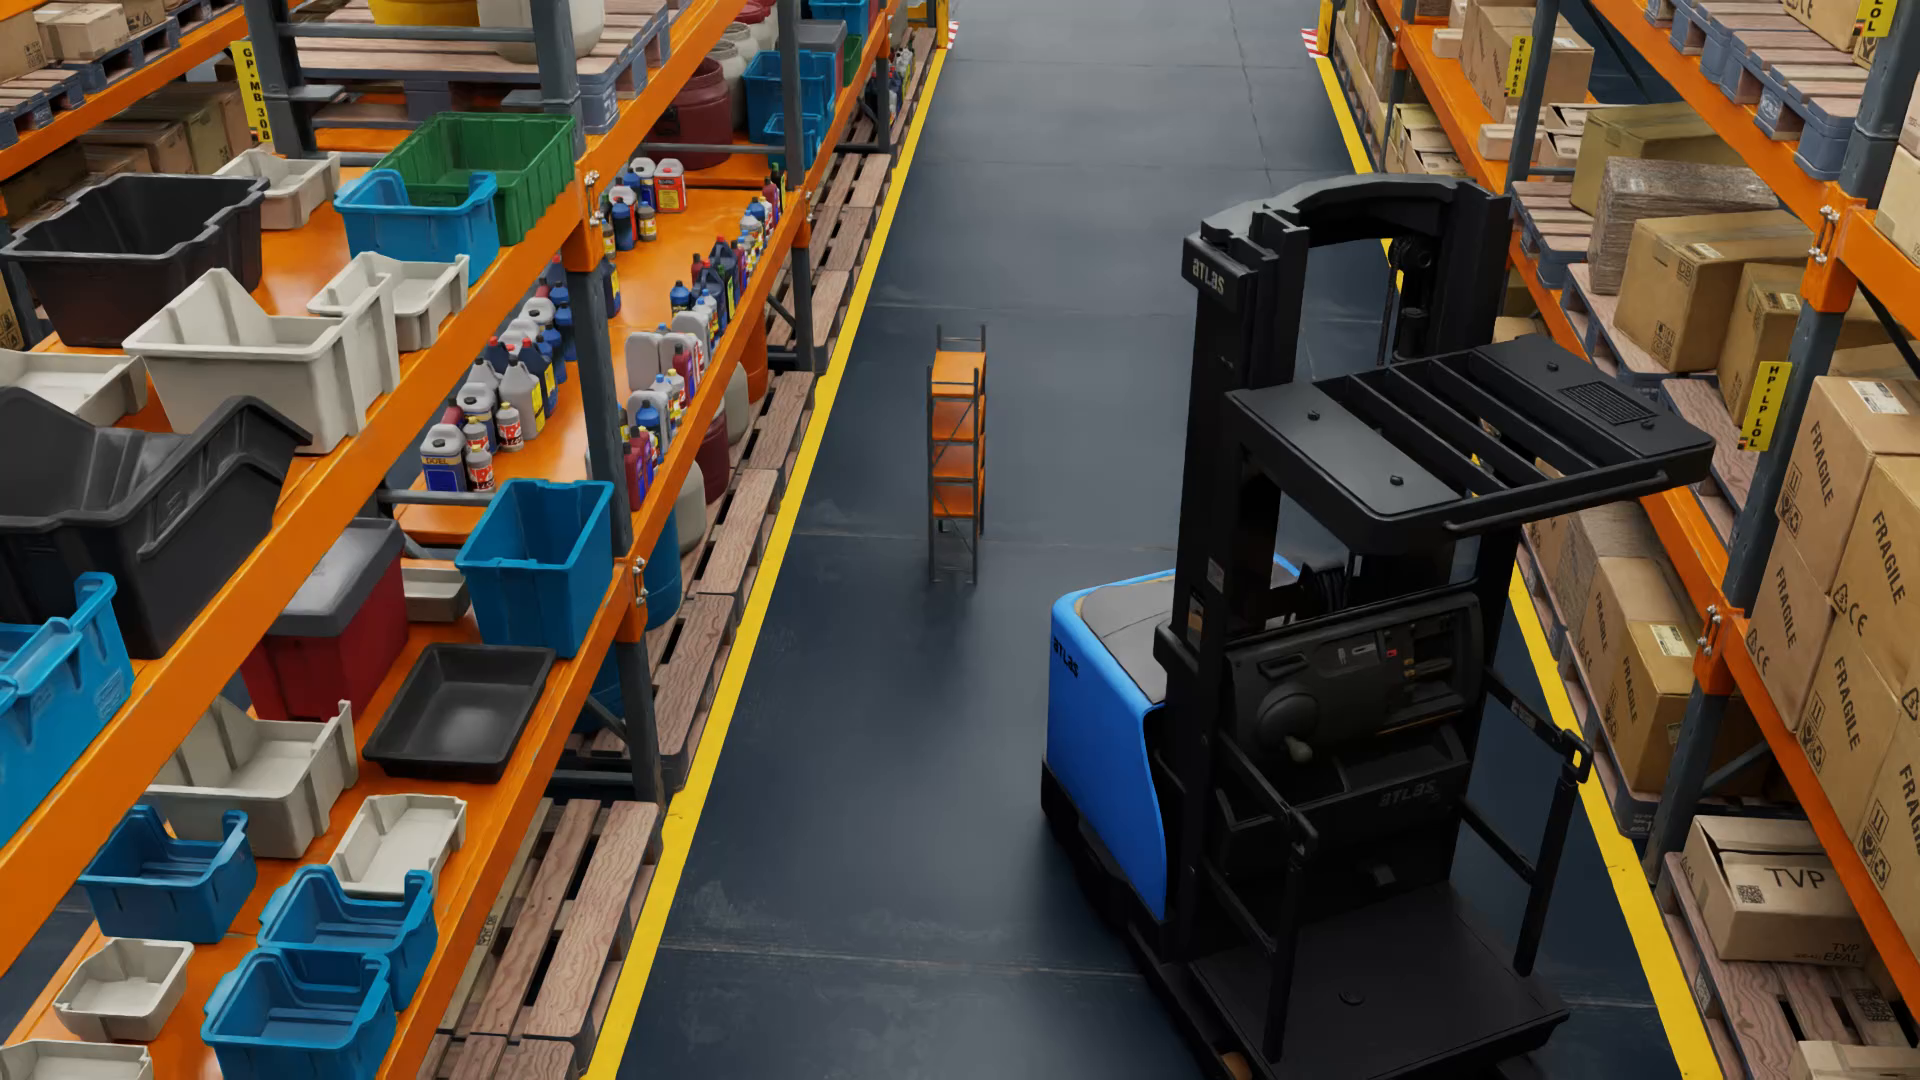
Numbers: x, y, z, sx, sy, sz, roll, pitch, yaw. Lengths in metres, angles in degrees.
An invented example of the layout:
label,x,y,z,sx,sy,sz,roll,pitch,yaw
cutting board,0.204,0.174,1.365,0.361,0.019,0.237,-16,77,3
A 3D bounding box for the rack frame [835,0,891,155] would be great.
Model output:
label,x,y,z,sx,sy,sz,roll,pitch,yaw
rack frame,-1.071,-4.322,12.905,1.000,3.000,0.127,2,32,4

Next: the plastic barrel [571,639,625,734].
label,x,y,z,sx,sy,sz,roll,pitch,yaw
plastic barrel,-1.661,0.291,7.018,0.600,0.901,0.708,2,32,4

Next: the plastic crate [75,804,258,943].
label,x,y,z,sx,sy,sz,roll,pitch,yaw
plastic crate,-2.137,0.913,4.511,0.416,0.233,0.300,2,32,4

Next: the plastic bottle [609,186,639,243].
label,x,y,z,sx,sy,sz,roll,pitch,yaw
plastic bottle,-1.792,-1.724,8.806,0.152,0.276,0.135,2,32,4

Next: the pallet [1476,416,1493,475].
label,x,y,z,sx,sy,sz,roll,pitch,yaw
pallet,3.441,-0.441,9.265,1.003,0.211,1.213,2,32,4

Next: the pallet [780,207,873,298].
label,x,y,z,sx,sy,sz,roll,pitch,yaw
pallet,-1.193,-2.083,11.929,1.003,0.211,1.213,2,32,4

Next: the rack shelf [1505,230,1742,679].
label,x,y,z,sx,sy,sz,roll,pitch,yaw
rack shelf,3.377,-0.665,7.656,1.077,0.370,4.000,2,32,4

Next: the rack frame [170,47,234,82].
label,x,y,z,sx,sy,sz,roll,pitch,yaw
rack frame,-6.008,-4.534,13.248,1.000,3.000,0.127,2,32,4

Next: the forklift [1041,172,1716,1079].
label,x,y,z,sx,sy,sz,roll,pitch,yaw
forklift,1.358,0.500,5.145,1.130,2.935,3.031,-12,34,-19

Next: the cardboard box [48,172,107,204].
label,x,y,z,sx,sy,sz,roll,pitch,yaw
cardboard box,-6.266,-2.207,11.436,0.700,0.500,0.500,0,32,0

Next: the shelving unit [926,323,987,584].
label,x,y,z,sx,sy,sz,roll,pitch,yaw
shelving unit,-0.013,-0.424,8.295,0.258,1.200,0.503,2,32,4

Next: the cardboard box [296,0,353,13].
label,x,y,z,sx,sy,sz,roll,pitch,yaw
cardboard box,-5.834,-4.774,15.620,0.500,0.500,0.500,5,32,9

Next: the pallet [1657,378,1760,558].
label,x,y,z,sx,sy,sz,roll,pitch,yaw
pallet,3.388,-0.257,6.491,1.003,0.211,1.213,2,32,4

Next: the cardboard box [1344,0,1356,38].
label,x,y,z,sx,sy,sz,roll,pitch,yaw
cardboard box,3.887,-4.996,15.503,0.500,0.500,0.500,2,32,4

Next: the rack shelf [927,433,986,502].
label,x,y,z,sx,sy,sz,roll,pitch,yaw
rack shelf,-0.013,-0.367,8.330,0.258,0.148,0.480,2,32,4

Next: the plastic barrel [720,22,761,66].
label,x,y,z,sx,sy,sz,roll,pitch,yaw
plastic barrel,-1.492,-3.046,10.727,0.421,0.512,0.421,0,32,0

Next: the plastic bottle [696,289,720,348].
label,x,y,z,sx,sy,sz,roll,pitch,yaw
plastic bottle,-1.166,-1.026,7.679,0.097,0.271,0.097,0,32,0

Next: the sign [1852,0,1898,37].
label,x,y,z,sx,sy,sz,roll,pitch,yaw
sign,2.661,-1.612,4.780,0.100,0.325,0.005,2,32,4

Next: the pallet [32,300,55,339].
label,x,y,z,sx,sy,sz,roll,pitch,yaw
pallet,-6.268,-1.664,11.249,1.003,0.211,1.213,2,32,4

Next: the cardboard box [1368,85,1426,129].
label,x,y,z,sx,sy,sz,roll,pitch,yaw
cardboard box,3.736,-3.630,14.002,0.500,0.250,0.500,2,32,4

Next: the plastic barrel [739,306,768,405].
label,x,y,z,sx,sy,sz,roll,pitch,yaw
plastic barrel,-1.420,-1.229,9.554,0.600,0.830,0.708,2,32,4

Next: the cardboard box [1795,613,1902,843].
label,x,y,z,sx,sy,sz,roll,pitch,yaw
cardboard box,2.863,0.554,4.896,0.500,0.500,0.500,3,32,5

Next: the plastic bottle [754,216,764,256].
label,x,y,z,sx,sy,sz,roll,pitch,yaw
plastic bottle,-1.075,-1.584,8.650,0.097,0.201,0.097,0,32,0

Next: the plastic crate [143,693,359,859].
label,x,y,z,sx,sy,sz,roll,pitch,yaw
plastic crate,-2.030,0.676,4.849,0.437,0.282,0.530,2,32,4

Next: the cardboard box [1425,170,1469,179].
label,x,y,z,sx,sy,sz,roll,pitch,yaw
cardboard box,3.460,-2.347,11.385,0.500,0.311,0.500,3,32,5

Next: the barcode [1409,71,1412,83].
label,x,y,z,sx,sy,sz,roll,pitch,yaw
barcode,3.430,-3.525,12.659,0.001,0.075,0.075,2,32,4

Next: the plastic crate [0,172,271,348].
label,x,y,z,sx,sy,sz,roll,pitch,yaw
plastic crate,-2.097,-0.723,4.329,0.497,0.269,0.590,2,32,4

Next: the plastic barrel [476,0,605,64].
label,x,y,z,sx,sy,sz,roll,pitch,yaw
plastic barrel,-1.430,-1.917,5.613,0.433,0.535,0.433,0,32,0

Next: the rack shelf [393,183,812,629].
label,x,y,z,sx,sy,sz,roll,pitch,yaw
rack shelf,-1.560,-0.879,8.003,1.077,0.370,4.000,2,32,4

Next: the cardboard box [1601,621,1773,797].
label,x,y,z,sx,sy,sz,roll,pitch,yaw
cardboard box,2.969,0.681,6.749,0.500,0.500,0.500,2,32,4

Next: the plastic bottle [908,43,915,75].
label,x,y,z,sx,sy,sz,roll,pitch,yaw
plastic bottle,-0.449,-4.404,15.207,0.061,0.283,0.133,3,32,5

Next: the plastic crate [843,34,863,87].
label,x,y,z,sx,sy,sz,roll,pitch,yaw
plastic crate,-0.932,-3.310,11.463,0.450,0.188,0.662,2,32,4

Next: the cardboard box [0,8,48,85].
label,x,y,z,sx,sy,sz,roll,pitch,yaw
cardboard box,-6.383,-3.244,10.659,0.700,0.500,0.500,7,32,11

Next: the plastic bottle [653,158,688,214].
label,x,y,z,sx,sy,sz,roll,pitch,yaw
plastic bottle,-1.603,-1.959,9.188,0.152,0.276,0.135,2,32,4

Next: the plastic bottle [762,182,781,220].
label,x,y,z,sx,sy,sz,roll,pitch,yaw
plastic bottle,-1.032,-1.857,9.094,0.097,0.201,0.097,0,32,0

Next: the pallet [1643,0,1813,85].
label,x,y,z,sx,sy,sz,roll,pitch,yaw
pallet,3.419,-2.003,6.461,1.213,0.211,1.003,2,32,4

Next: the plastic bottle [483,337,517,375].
label,x,y,z,sx,sy,sz,roll,pitch,yaw
plastic bottle,-1.959,-0.710,7.089,0.144,0.351,0.185,2,32,4

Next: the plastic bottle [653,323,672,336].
label,x,y,z,sx,sy,sz,roll,pitch,yaw
plastic bottle,-1.337,-0.882,7.511,0.097,0.201,0.097,0,32,0

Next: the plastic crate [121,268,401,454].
label,x,y,z,sx,sy,sz,roll,pitch,yaw
plastic crate,-1.560,-0.420,3.826,0.437,0.282,0.530,2,32,4

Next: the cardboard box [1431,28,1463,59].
label,x,y,z,sx,sy,sz,roll,pitch,yaw
cardboard box,3.590,-3.547,11.887,0.380,0.149,0.250,2,32,4

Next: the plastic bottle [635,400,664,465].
label,x,y,z,sx,sy,sz,roll,pitch,yaw
plastic bottle,-1.257,-0.440,6.727,0.097,0.271,0.097,0,32,0

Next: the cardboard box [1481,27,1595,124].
label,x,y,z,sx,sy,sz,roll,pitch,yaw
cardboard box,3.660,-2.938,10.563,0.500,0.500,0.500,1,32,1

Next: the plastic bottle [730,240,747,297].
label,x,y,z,sx,sy,sz,roll,pitch,yaw
plastic bottle,-1.098,-1.354,8.199,0.061,0.283,0.133,2,32,4

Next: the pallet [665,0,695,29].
label,x,y,z,sx,sy,sz,roll,pitch,yaw
pallet,-1.667,-2.343,7.014,1.003,0.211,1.213,2,32,4

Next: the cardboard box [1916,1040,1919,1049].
label,x,y,z,sx,sy,sz,roll,pitch,yaw
cardboard box,3.389,1.734,5.221,0.500,0.311,0.500,2,32,4

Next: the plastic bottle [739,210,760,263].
label,x,y,z,sx,sy,sz,roll,pitch,yaw
plastic bottle,-1.083,-1.563,8.549,0.097,0.271,0.097,0,32,0

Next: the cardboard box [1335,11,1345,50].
label,x,y,z,sx,sy,sz,roll,pitch,yaw
cardboard box,3.926,-4.938,16.124,0.500,0.250,0.500,2,32,4

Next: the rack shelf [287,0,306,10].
label,x,y,z,sx,sy,sz,roll,pitch,yaw
rack shelf,-5.845,-5.274,15.134,1.077,0.370,4.000,2,32,4

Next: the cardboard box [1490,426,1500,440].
label,x,y,z,sx,sy,sz,roll,pitch,yaw
cardboard box,3.181,-0.641,8.894,0.500,0.500,0.500,1,32,2

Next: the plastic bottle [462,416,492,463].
label,x,y,z,sx,sy,sz,roll,pitch,yaw
plastic bottle,-1.959,-0.404,6.735,0.097,0.201,0.097,0,32,0

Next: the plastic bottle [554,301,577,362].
label,x,y,z,sx,sy,sz,roll,pitch,yaw
plastic bottle,-1.786,-0.955,7.564,0.097,0.271,0.097,0,32,0

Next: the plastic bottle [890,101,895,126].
label,x,y,z,sx,sy,sz,roll,pitch,yaw
plastic bottle,-0.592,-3.573,13.936,0.097,0.201,0.097,0,32,0

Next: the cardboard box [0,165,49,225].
label,x,y,z,sx,sy,sz,roll,pitch,yaw
cardboard box,-6.309,-2.236,10.768,0.500,0.250,0.500,4,32,6

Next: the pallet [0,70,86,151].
label,x,y,z,sx,sy,sz,roll,pitch,yaw
pallet,-6.382,-2.738,10.517,1.213,0.211,1.003,2,32,4

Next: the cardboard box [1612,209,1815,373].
label,x,y,z,sx,sy,sz,roll,pitch,yaw
cardboard box,3.296,-1.074,7.137,0.700,0.500,0.500,-5,32,-9

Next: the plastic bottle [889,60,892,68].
label,x,y,z,sx,sy,sz,roll,pitch,yaw
plastic bottle,-0.643,-4.223,14.992,0.097,0.201,0.097,0,32,0

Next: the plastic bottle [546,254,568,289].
label,x,y,z,sx,sy,sz,roll,pitch,yaw
plastic bottle,-1.884,-1.189,7.867,0.144,0.351,0.185,2,32,4
